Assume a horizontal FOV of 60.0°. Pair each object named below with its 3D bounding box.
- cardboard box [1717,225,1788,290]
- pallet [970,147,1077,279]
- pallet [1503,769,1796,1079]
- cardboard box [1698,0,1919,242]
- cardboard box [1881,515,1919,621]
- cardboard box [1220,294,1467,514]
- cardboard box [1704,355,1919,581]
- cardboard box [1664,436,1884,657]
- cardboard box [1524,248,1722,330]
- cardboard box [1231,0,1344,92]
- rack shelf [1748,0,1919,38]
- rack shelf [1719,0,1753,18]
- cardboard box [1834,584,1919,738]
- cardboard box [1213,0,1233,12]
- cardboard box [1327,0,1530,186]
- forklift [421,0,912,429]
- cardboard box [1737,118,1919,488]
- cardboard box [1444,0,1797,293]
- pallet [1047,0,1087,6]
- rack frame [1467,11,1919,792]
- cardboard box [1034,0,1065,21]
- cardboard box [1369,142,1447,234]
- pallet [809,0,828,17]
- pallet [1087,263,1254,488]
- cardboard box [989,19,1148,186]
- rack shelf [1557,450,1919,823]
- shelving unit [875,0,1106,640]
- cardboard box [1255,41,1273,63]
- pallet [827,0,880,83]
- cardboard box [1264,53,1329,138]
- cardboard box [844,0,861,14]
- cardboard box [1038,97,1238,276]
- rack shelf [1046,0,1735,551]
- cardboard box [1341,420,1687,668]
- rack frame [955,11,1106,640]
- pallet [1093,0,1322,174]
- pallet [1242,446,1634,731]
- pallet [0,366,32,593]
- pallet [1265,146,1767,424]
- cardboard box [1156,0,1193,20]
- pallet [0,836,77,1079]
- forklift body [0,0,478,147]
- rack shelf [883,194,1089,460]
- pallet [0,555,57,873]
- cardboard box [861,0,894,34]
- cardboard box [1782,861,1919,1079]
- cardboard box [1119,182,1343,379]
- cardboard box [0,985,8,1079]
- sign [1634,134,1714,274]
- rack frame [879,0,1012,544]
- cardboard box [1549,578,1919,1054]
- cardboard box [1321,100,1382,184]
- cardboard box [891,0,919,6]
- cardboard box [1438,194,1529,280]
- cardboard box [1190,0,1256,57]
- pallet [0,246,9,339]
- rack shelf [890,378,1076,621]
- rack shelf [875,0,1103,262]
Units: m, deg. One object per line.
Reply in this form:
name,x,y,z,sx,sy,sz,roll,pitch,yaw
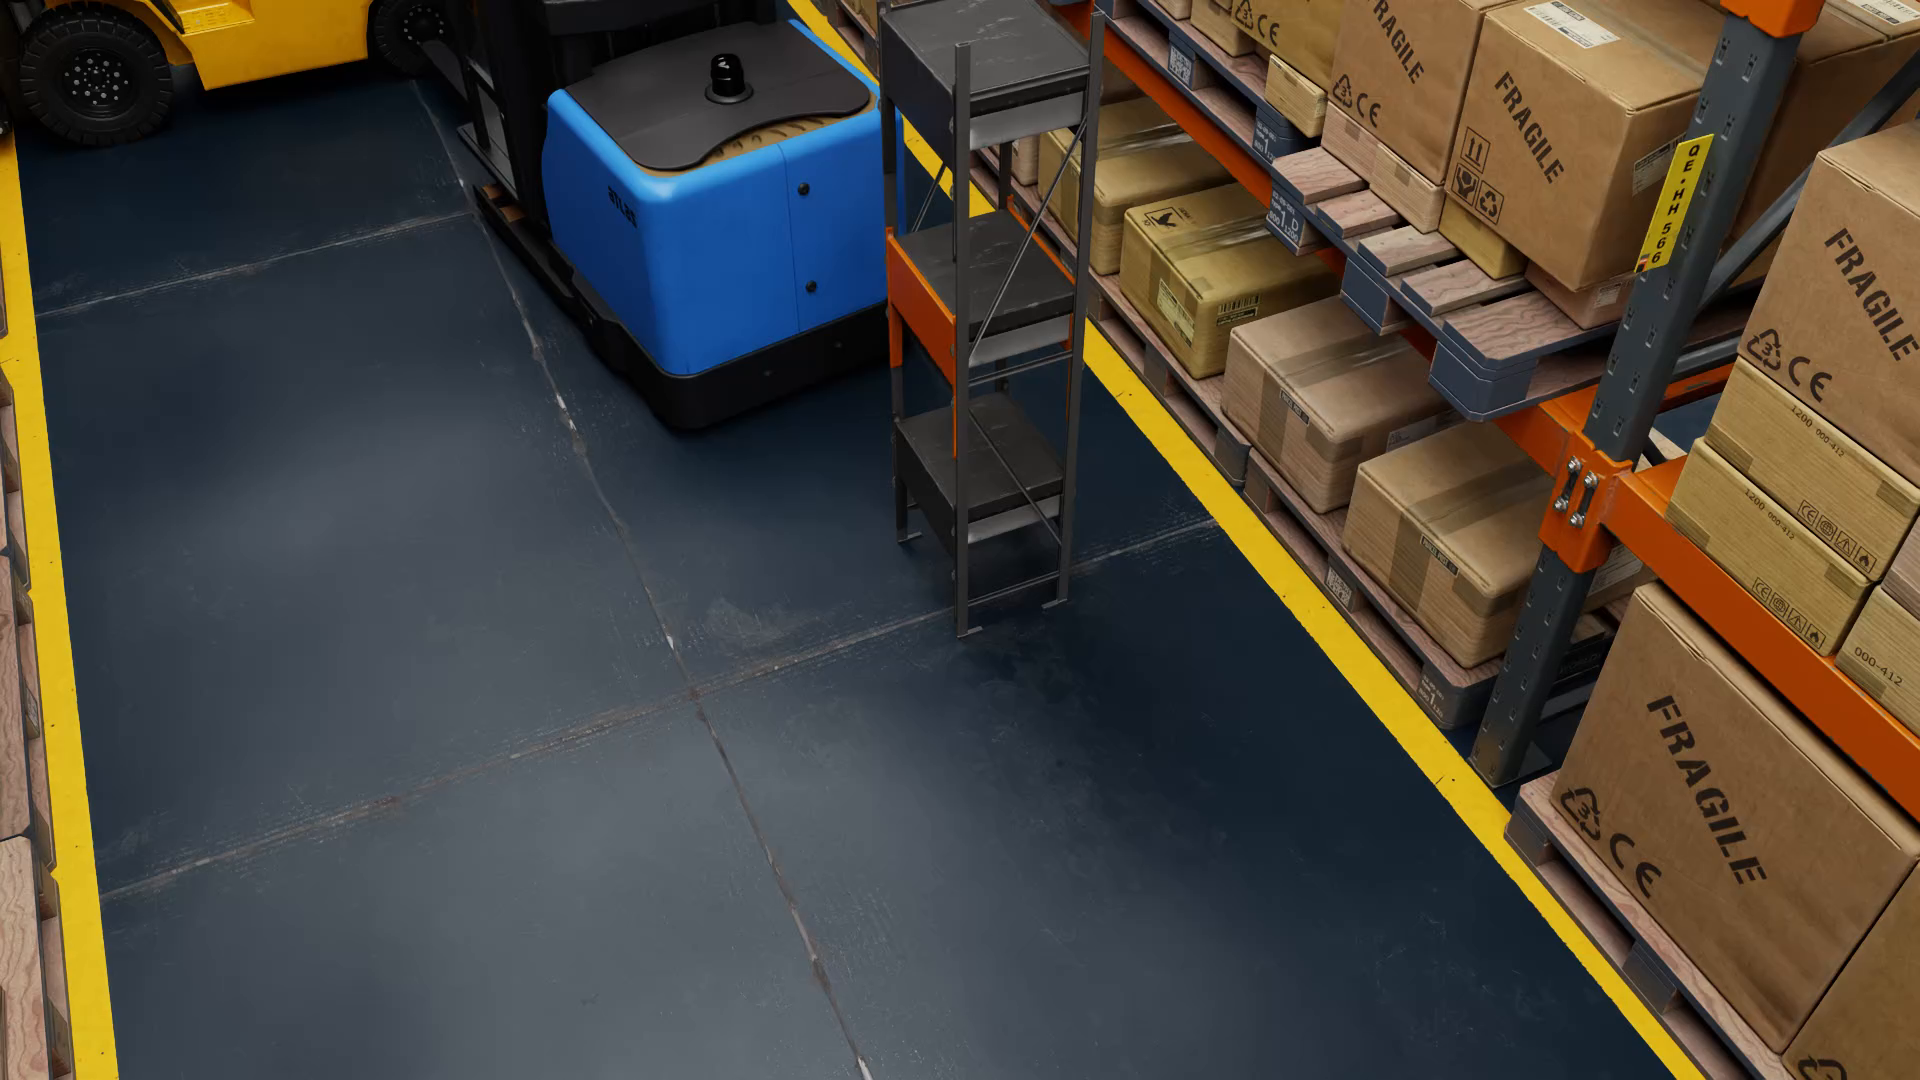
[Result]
cardboard box,2.056,-0.824,4.329,0.380,0.149,0.250,-21,48,-20
pallet,0.670,-1.562,7.183,1.003,0.211,1.213,-18,47,-17
pallet,2.287,1.016,4.570,1.003,0.211,1.213,-18,47,-17
cardboard box,2.044,-1.148,4.195,0.500,0.500,0.500,-19,48,-19
cardboard box,2.229,0.099,3.264,0.500,0.250,0.500,-17,47,-16
cardboard box,1.478,-0.546,5.740,0.950,0.372,0.625,-19,48,-18
cardboard box,2.013,-0.230,3.599,0.500,0.250,0.500,-18,47,-18
cardboard box,2.001,-0.062,3.784,0.500,0.250,0.500,-19,48,-18
cardboard box,1.672,-0.701,4.205,0.380,0.149,0.250,-16,47,-16
cardboard box,1.140,-1.648,4.702,0.500,0.500,0.500,-21,48,-20
rack shelf,2.865,-0.039,2.030,1.077,0.370,4.000,-18,47,-17
rack shelf,1.183,-2.588,4.613,1.077,0.370,4.000,-18,47,-17
cardboard box,2.233,0.260,3.458,0.500,0.250,0.500,-19,48,-19
cardboard box,0.911,-1.996,5.055,0.500,0.500,0.500,-20,48,-19
cardboard box,1.353,-1.326,4.377,0.500,0.500,0.500,-19,48,-18
forklift,-1.412,-2.456,6.153,1.130,2.935,3.031,-25,50,-23
cardboard box,2.009,-0.506,3.345,0.500,0.500,0.500,-20,48,-19
cardboard box,1.580,-1.000,4.046,0.500,0.500,0.500,-19,48,-19
pallet,0.531,-2.452,6.236,1.003,0.211,1.213,-18,47,-17
rack frame,2.024,-0.502,4.123,1.000,3.000,0.127,-18,47,-17
cardboard box,0.339,-2.677,7.986,0.500,0.250,0.500,-20,48,-19
cardboard box,1.347,-0.998,4.505,0.380,0.149,0.250,-18,48,-18
pallet,-0.490,-3.254,8.898,1.003,0.211,1.213,-18,47,-17
pallet,1.187,-0.784,6.394,1.003,0.211,1.213,-18,47,-17
cardboard box,0.565,-1.931,7.143,0.950,0.372,0.625,-17,47,-17
rack shelf,2.865,1.029,3.084,1.077,0.370,4.000,-18,47,-17
shelving unit,0.070,-0.642,4.906,0.431,2.100,0.503,-18,47,-17
cardboard box,1.129,-1.529,5.044,0.380,0.149,0.250,-18,47,-17
pallet,0.027,-2.476,8.109,1.003,0.211,1.213,-18,47,-17
cardboard box,1.120,-1.332,4.844,0.380,0.149,0.250,-17,47,-17
cardboard box,-0.384,-2.855,8.167,0.500,0.250,0.500,-19,48,-18
cardboard box,0.870,-1.474,6.680,0.950,0.372,0.625,-15,47,-15
rack shelf,1.183,-1.520,5.667,1.077,0.370,4.000,-18,47,-17
cardboard box,1.795,-0.079,5.266,0.950,0.372,0.625,-21,48,-20
rack frame,0.172,-0.486,4.748,0.400,2.100,0.015,-18,47,-17
pallet,1.154,-1.683,5.456,1.003,0.211,1.213,-18,47,-17
pallet,1.696,-0.007,5.607,1.003,0.211,1.213,-18,47,-17
pallet,-3.815,-0.132,5.733,1.003,0.211,1.213,-18,47,-17
pallet,1.627,-0.856,4.618,1.213,0.211,1.003,-18,47,-17
cardboard box,0.810,-1.826,5.345,0.380,0.149,0.250,-16,47,-16
pallet,-2.789,1.423,4.157,1.003,0.211,1.213,-18,47,-17
forklift body,-3.390,-3.160,7.421,2.313,2.155,1.214,-18,47,-17
rack shelf,0.070,-0.632,4.915,0.431,0.518,0.480,-18,47,-17
pallet,-3.298,0.647,4.944,1.003,0.211,1.213,-18,47,-17
cardboard box,-0.151,-2.519,7.826,0.500,0.250,0.500,-16,47,-16
cardboard box,2.610,1.140,3.673,0.875,0.875,0.875,-17,47,-17
cardboard box,1.164,-1.031,6.232,0.950,0.372,0.625,-17,47,-16
cardboard box,-2.728,1.261,3.728,0.875,0.625,0.625,-17,47,-16
sign,1.535,-0.719,3.575,0.100,0.325,0.005,-18,47,-17
rack frame,-0.033,-0.797,5.063,0.400,2.100,0.015,-18,47,-17
cardboard box,2.239,0.570,4.250,0.875,0.875,0.875,-18,48,-18
cardboard box,1.249,-1.161,4.670,0.380,0.149,0.250,-20,48,-19
cardboard box,-0.150,-2.786,7.563,0.500,0.500,0.500,-19,48,-18
cardboard box,1.494,-0.850,4.356,0.380,0.149,0.250,-17,47,-17
cardboard box,0.949,-1.665,5.182,0.380,0.149,0.250,-19,48,-19
pallet,-4.457,-1.109,6.723,1.003,0.211,1.213,-18,47,-17
rack shelf,0.070,-0.134,5.407,0.431,0.518,0.480,-18,47,-17
rack shelf,0.070,-1.130,4.424,0.431,0.518,0.480,-18,47,-17
